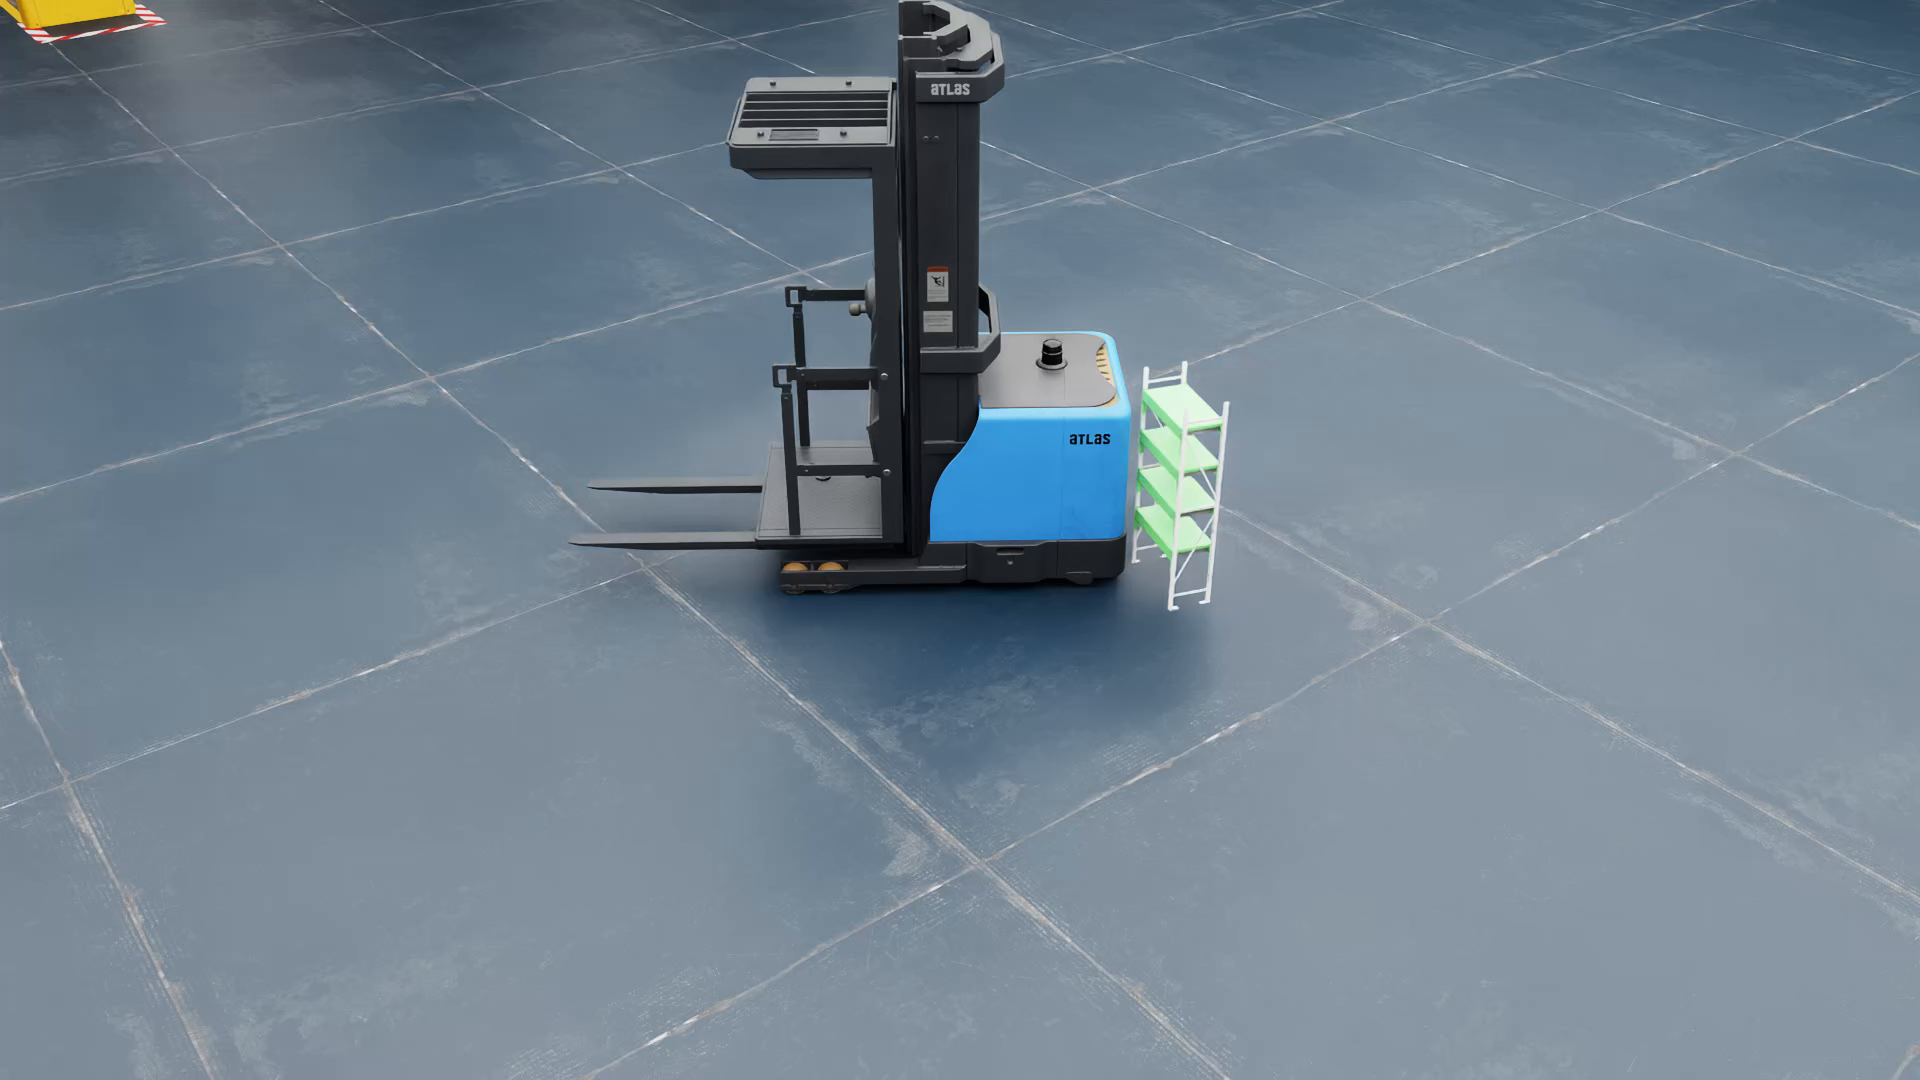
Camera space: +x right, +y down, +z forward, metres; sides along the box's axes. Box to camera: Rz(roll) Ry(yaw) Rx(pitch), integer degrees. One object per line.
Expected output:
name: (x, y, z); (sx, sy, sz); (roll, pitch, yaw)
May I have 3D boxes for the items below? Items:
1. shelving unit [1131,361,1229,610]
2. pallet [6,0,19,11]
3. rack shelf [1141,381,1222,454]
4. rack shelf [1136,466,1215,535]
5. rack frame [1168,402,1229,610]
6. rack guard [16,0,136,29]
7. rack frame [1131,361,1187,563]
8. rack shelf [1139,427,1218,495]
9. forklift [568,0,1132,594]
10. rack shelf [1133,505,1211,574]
shelving unit: (1.149, -0.281, 8.791); (0.258, 1.200, 0.503); (-10, 33, -16)
pallet: (-10.630, -6.444, 19.653); (1.003, 0.211, 1.213); (-22, 38, -31)
rack shelf: (1.150, -0.634, 8.572); (0.258, 0.148, 0.480); (-10, 33, -16)
rack shelf: (1.149, -0.227, 8.825); (0.258, 0.148, 0.480); (-10, 33, -16)
rack frame: (1.227, -0.159, 8.595); (0.240, 1.200, 0.015); (-10, 33, -16)
rack guard: (-10.136, -6.227, 19.029); (1.175, 0.500, 0.348); (-22, 38, -31)
rack frame: (1.072, -0.403, 8.988); (0.240, 1.200, 0.015); (-10, 33, -16)
rack shelf: (1.150, -0.431, 8.698); (0.258, 0.148, 0.480); (-10, 33, -16)
forklift: (-0.625, -1.237, 8.690); (3.031, 2.935, 1.130); (-1, 32, -1)
rack shelf: (1.149, -0.023, 8.951); (0.258, 0.148, 0.480); (-10, 33, -16)
